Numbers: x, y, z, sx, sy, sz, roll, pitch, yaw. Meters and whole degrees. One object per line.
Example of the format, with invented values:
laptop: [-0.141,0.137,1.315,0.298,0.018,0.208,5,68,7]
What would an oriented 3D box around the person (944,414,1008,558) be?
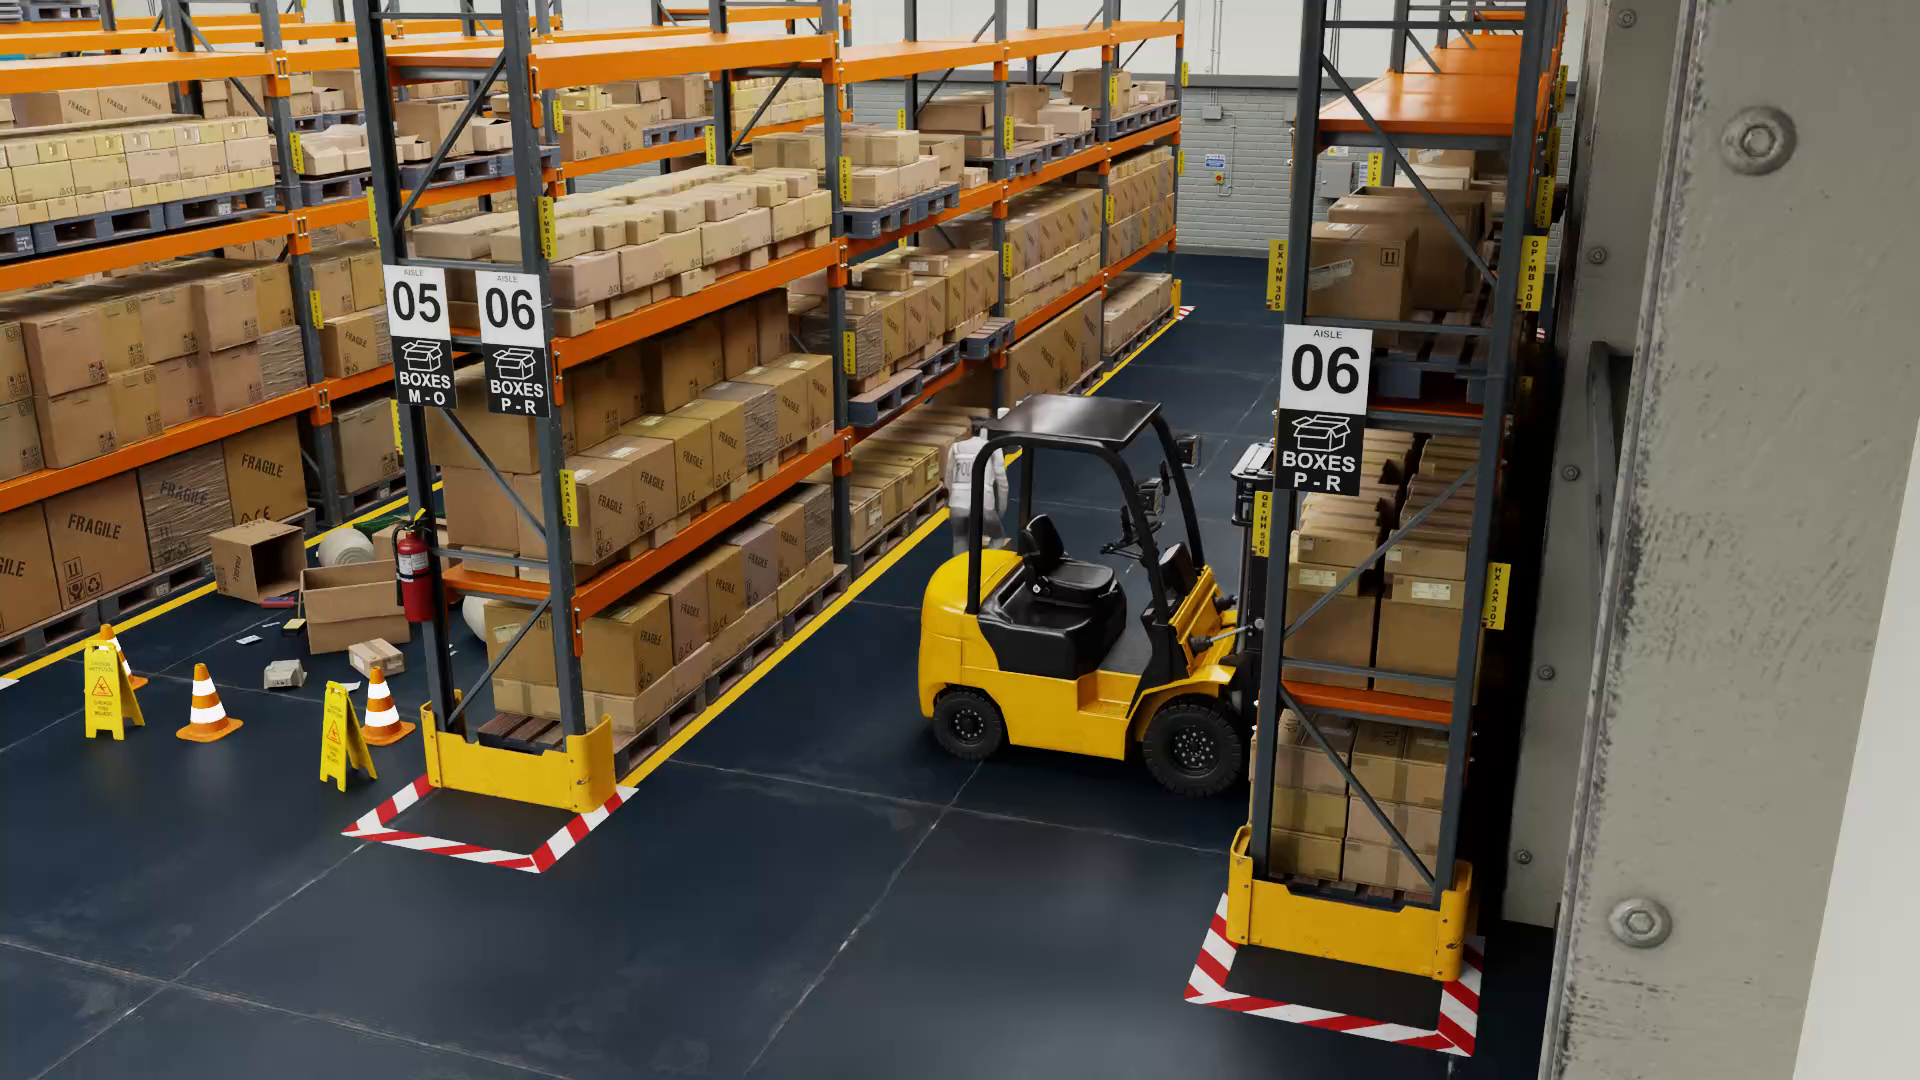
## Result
person: [0.114,-0.288,13.329,0.535,1.403,0.692,6,20,18]
